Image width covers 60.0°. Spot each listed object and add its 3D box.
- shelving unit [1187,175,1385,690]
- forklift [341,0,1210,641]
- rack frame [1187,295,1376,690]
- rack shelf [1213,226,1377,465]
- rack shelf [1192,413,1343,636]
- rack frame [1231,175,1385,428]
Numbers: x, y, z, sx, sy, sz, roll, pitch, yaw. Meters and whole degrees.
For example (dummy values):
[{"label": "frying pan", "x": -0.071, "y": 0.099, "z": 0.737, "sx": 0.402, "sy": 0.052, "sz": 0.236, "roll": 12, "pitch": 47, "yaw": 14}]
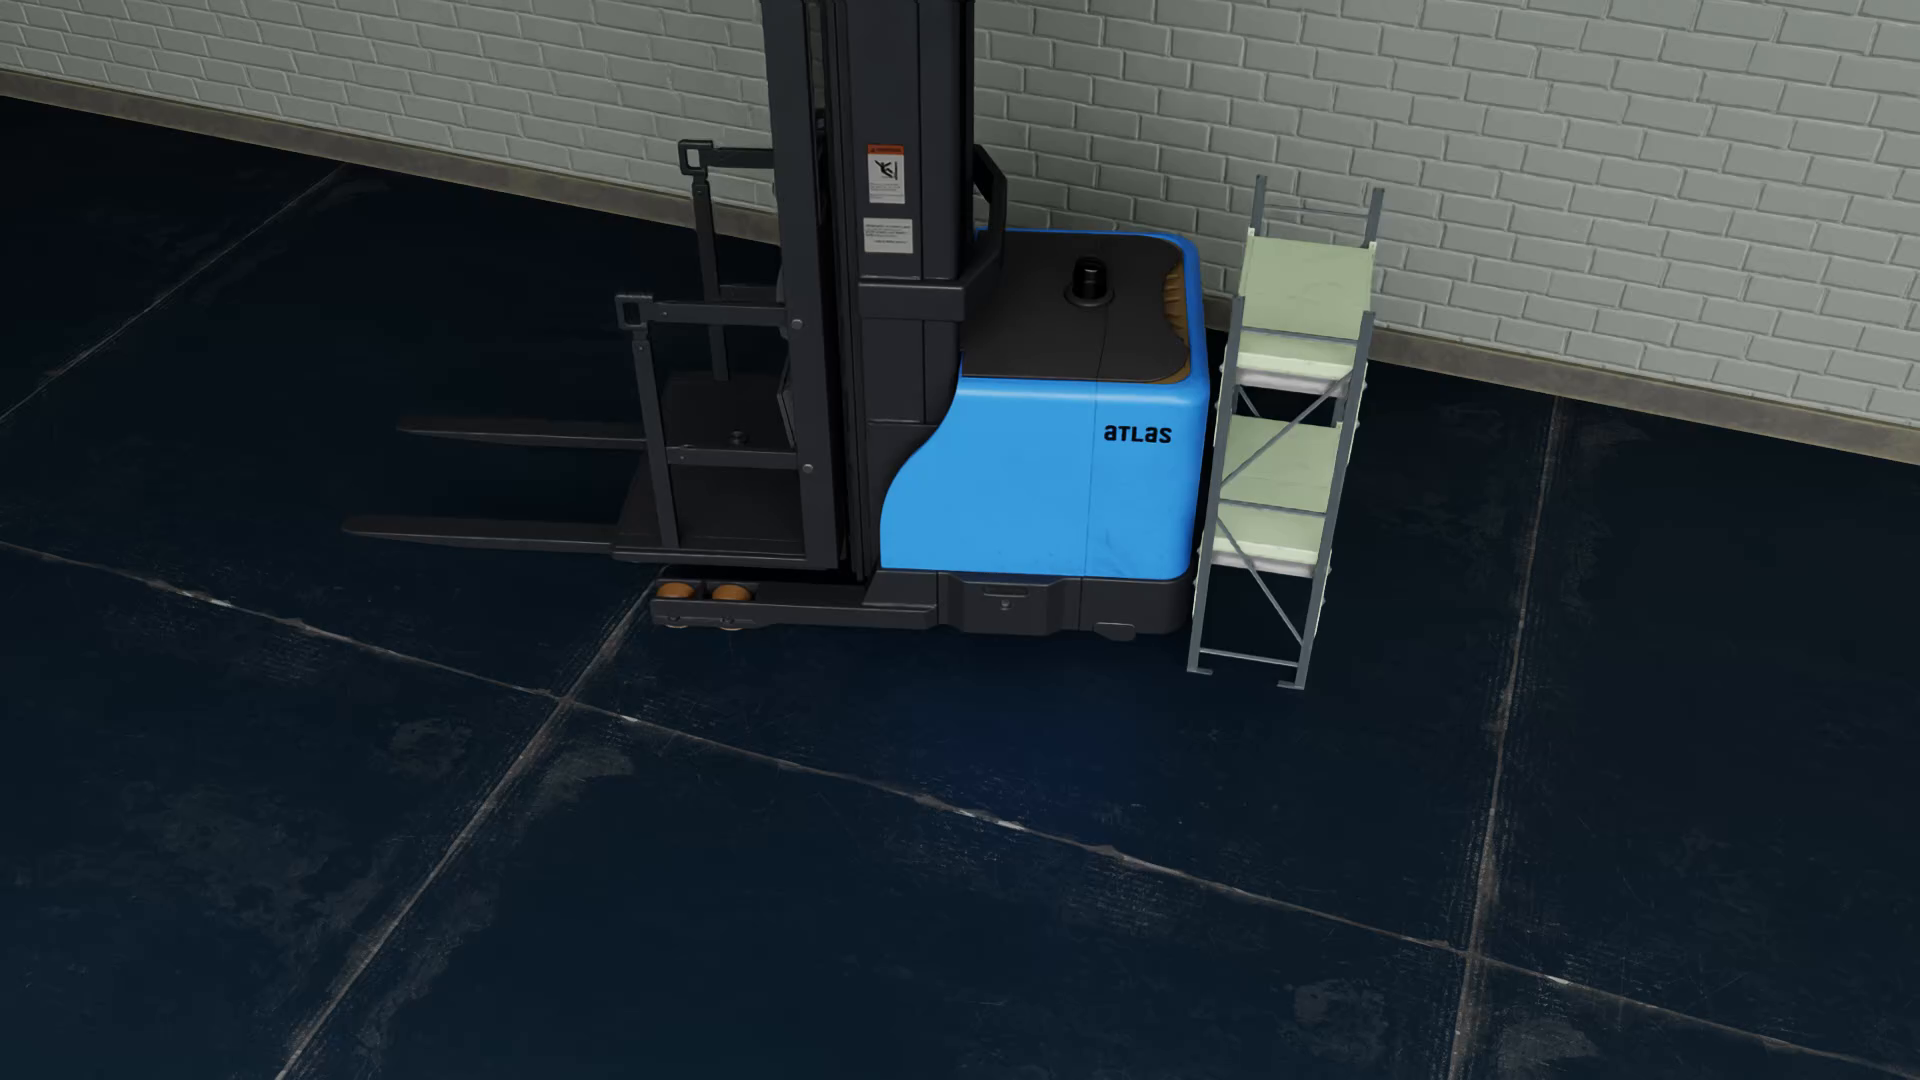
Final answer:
[{"label": "shelving unit", "x": 1.058, "y": -0.327, "z": 5.478, "sx": 0.431, "sy": 1.500, "sz": 0.755, "roll": 8, "pitch": 41, "yaw": 10}, {"label": "forklift", "x": -0.687, "y": -1.134, "z": 5.321, "sx": 3.031, "sy": 2.935, "sz": 1.130, "roll": 2, "pitch": 41, "yaw": 3}, {"label": "rack frame", "x": 0.976, "y": -0.095, "z": 5.206, "sx": 0.400, "sy": 1.500, "sz": 0.023, "roll": 8, "pitch": 41, "yaw": 10}, {"label": "rack shelf", "x": 1.058, "y": -0.624, "z": 5.224, "sx": 0.431, "sy": 0.370, "sz": 0.720, "roll": 8, "pitch": 41, "yaw": 10}, {"label": "rack shelf", "x": 1.058, "y": -0.079, "z": 5.689, "sx": 0.431, "sy": 0.370, "sz": 0.720, "roll": 8, "pitch": 41, "yaw": 10}, {"label": "rack frame", "x": 1.140, "y": -0.558, "z": 5.749, "sx": 0.400, "sy": 1.500, "sz": 0.023, "roll": 8, "pitch": 41, "yaw": 10}]
